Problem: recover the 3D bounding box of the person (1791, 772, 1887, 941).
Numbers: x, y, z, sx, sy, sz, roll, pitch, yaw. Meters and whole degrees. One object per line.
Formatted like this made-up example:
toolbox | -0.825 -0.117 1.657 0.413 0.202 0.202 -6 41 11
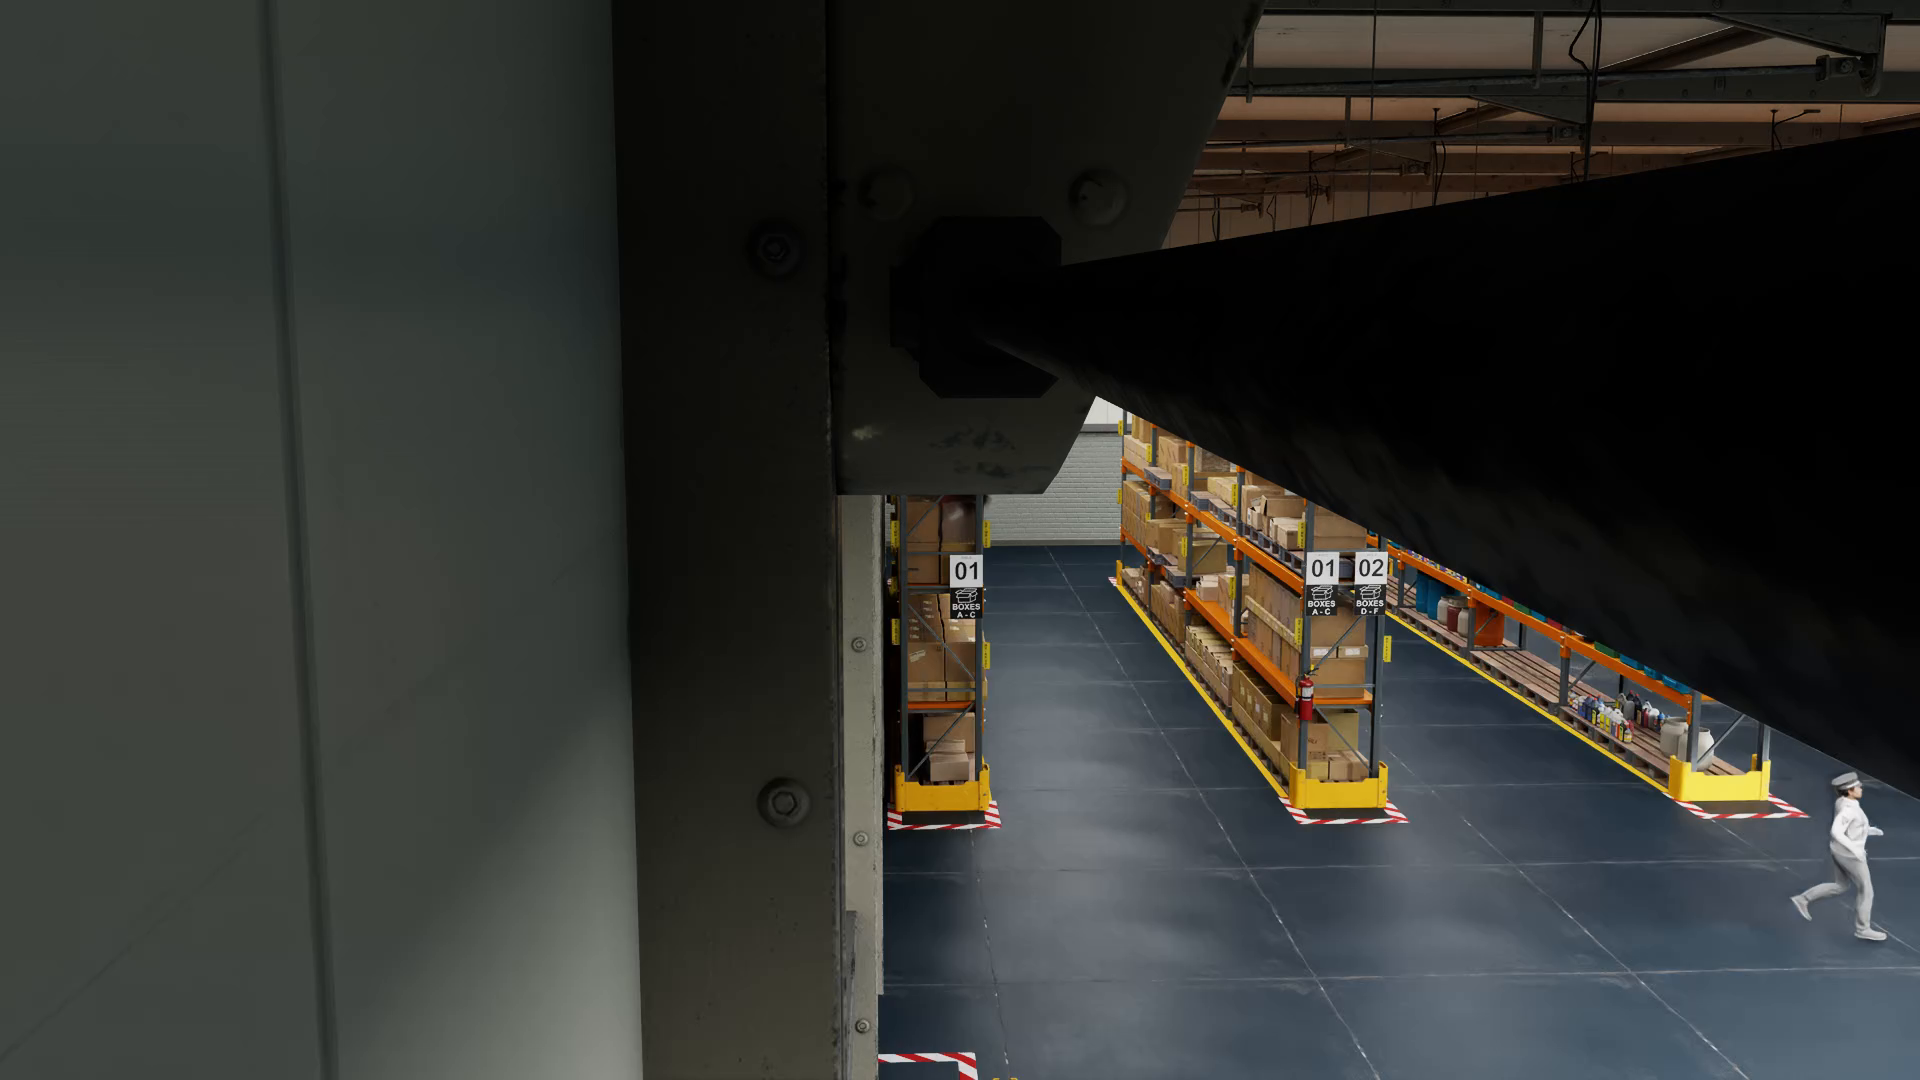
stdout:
person | 8.725 3.096 16.405 0.862 1.668 0.624 2 9 16
